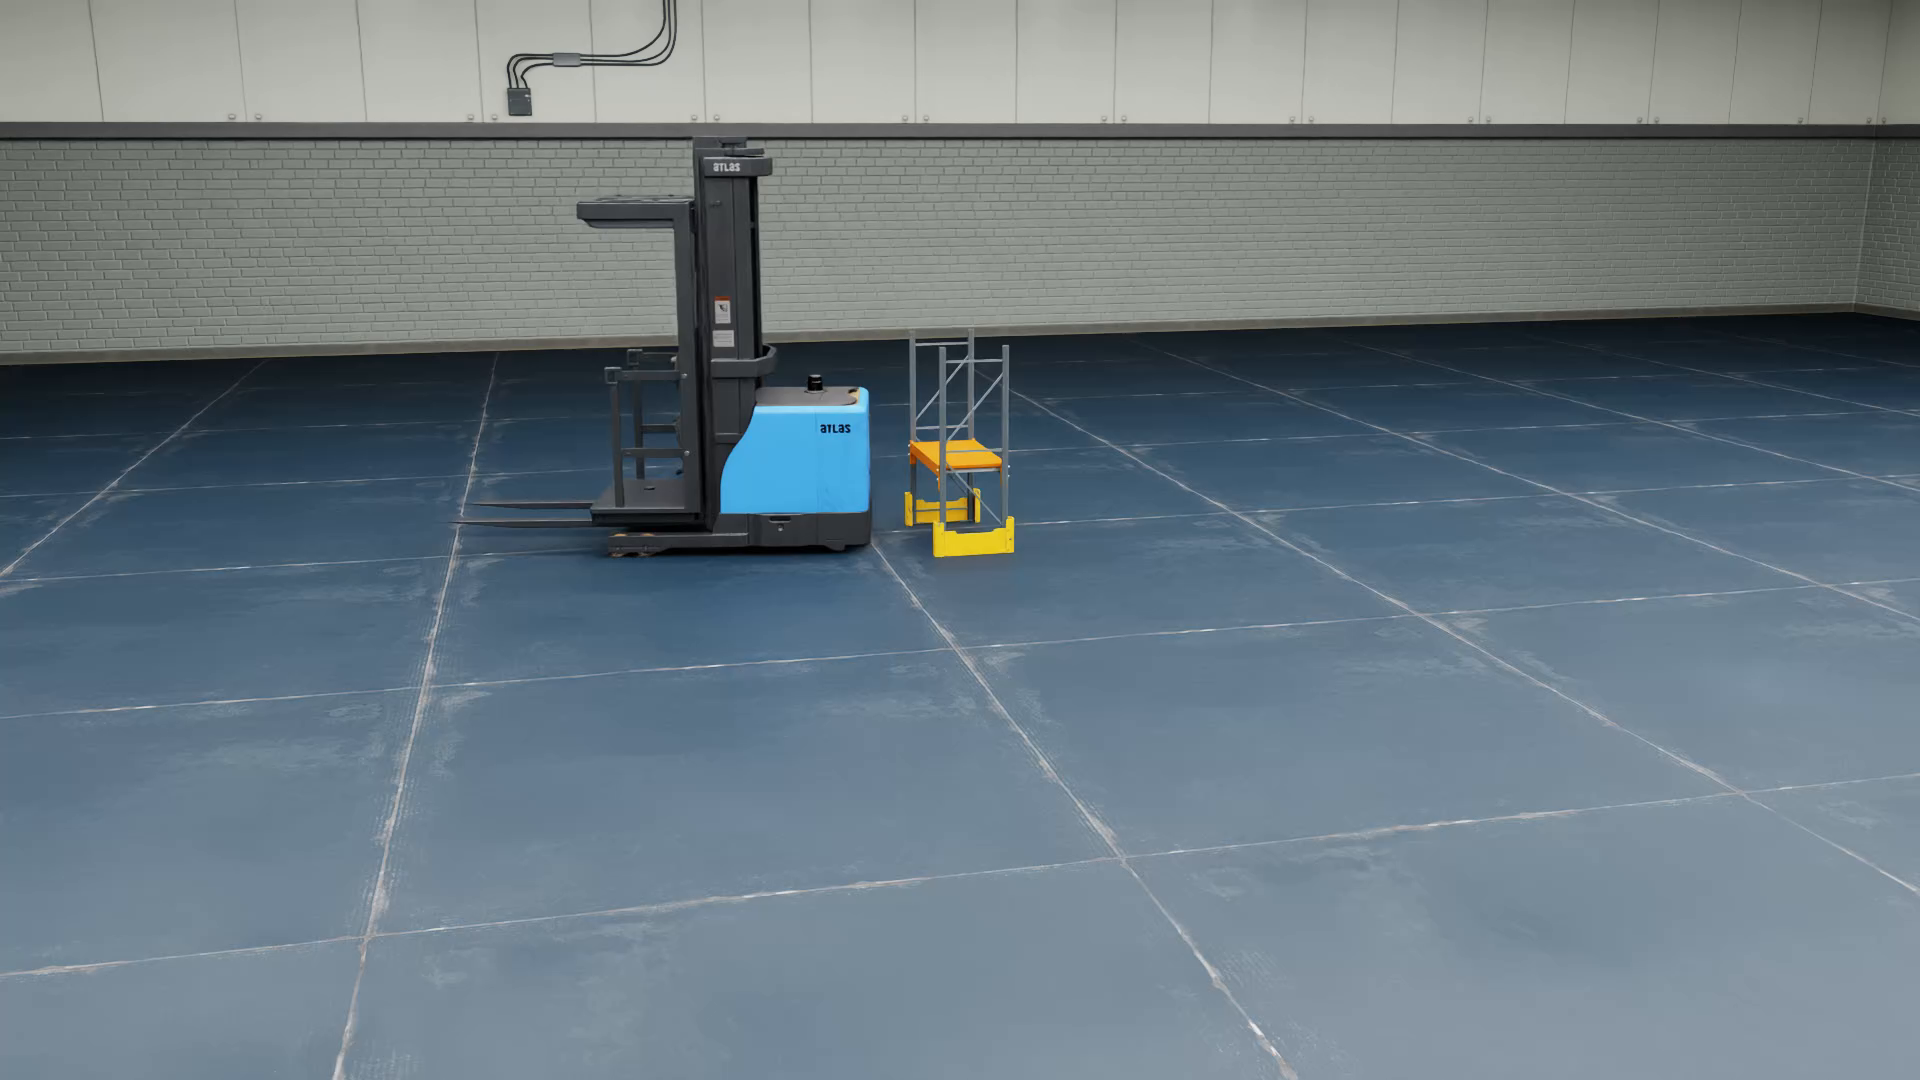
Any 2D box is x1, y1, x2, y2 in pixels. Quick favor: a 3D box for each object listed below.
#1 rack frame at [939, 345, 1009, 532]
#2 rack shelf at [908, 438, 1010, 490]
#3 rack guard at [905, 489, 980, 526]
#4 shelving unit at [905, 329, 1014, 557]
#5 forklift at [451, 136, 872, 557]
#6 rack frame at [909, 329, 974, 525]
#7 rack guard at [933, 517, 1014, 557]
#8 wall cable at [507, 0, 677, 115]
[{"bbox_3d":[0.099,-0.631,11.850,0.500,1.500,0.032,-3,14,-13],"label":"rack frame"},{"bbox_3d":[-0.020,-0.574,12.372,0.538,0.185,1.000,-3,14,-13],"label":"rack shelf"},{"bbox_3d":[-0.135,-0.254,12.940,0.587,0.250,0.087,-3,14,-13],"label":"rack guard"},{"bbox_3d":[-0.018,-0.746,12.321,0.587,1.500,1.083,-3,14,-13],"label":"shelving unit"},{"bbox_3d":[-2.181,-1.430,12.106,3.031,2.935,1.130,0,14,-2],"label":"forklift"},{"bbox_3d":[-0.139,-0.866,12.810,0.500,1.500,0.032,-3,14,-13],"label":"rack frame"},{"bbox_3d":[0.099,-0.024,11.999,0.587,0.250,0.087,-3,14,-13],"label":"rack guard"},{"bbox_3d":[-4.993,-8.744,22.090,2.305,6.003,0.169,-3,14,-13],"label":"wall cable"}]
